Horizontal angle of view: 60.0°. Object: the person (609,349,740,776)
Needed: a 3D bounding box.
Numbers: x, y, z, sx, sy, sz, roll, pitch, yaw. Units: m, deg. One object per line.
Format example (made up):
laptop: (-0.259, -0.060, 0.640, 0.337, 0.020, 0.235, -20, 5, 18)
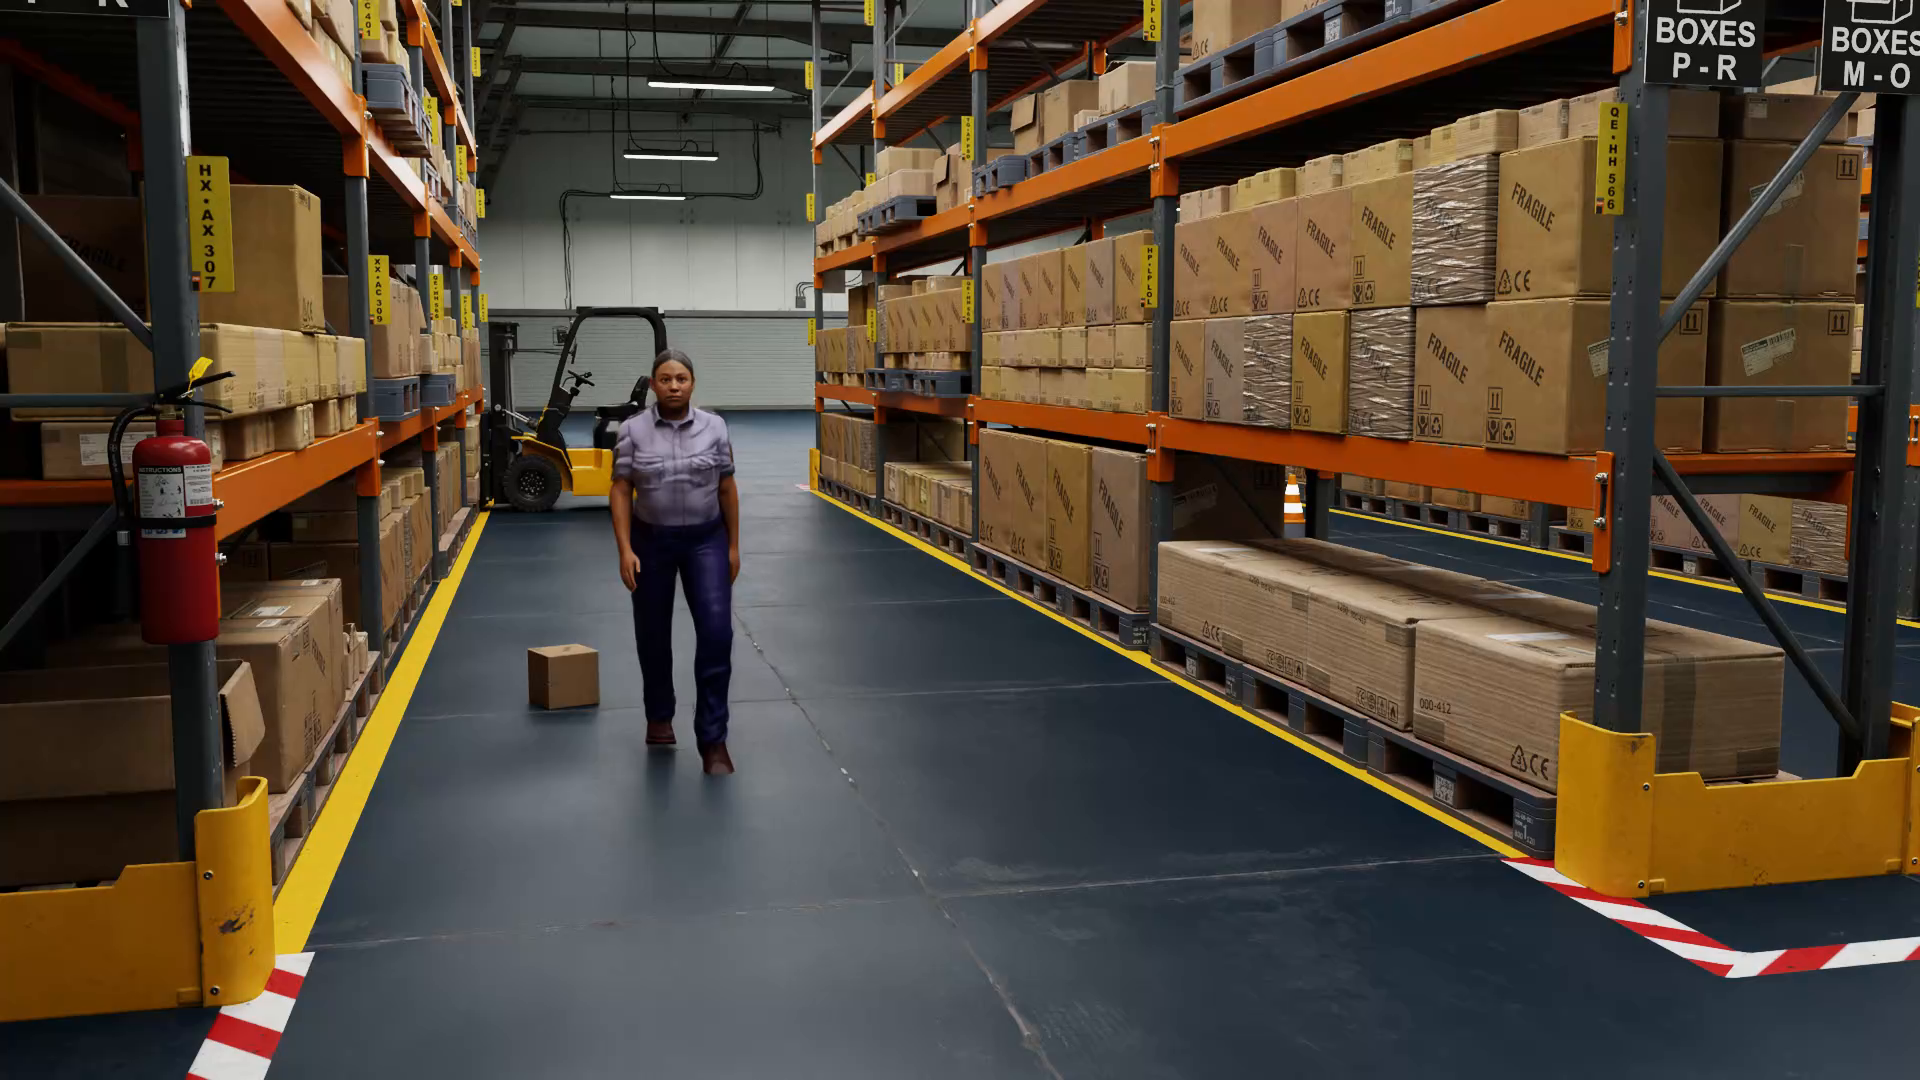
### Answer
person: (-1.142, 0.094, 6.653, 0.493, 1.709, 0.709, -1, 6, -10)
